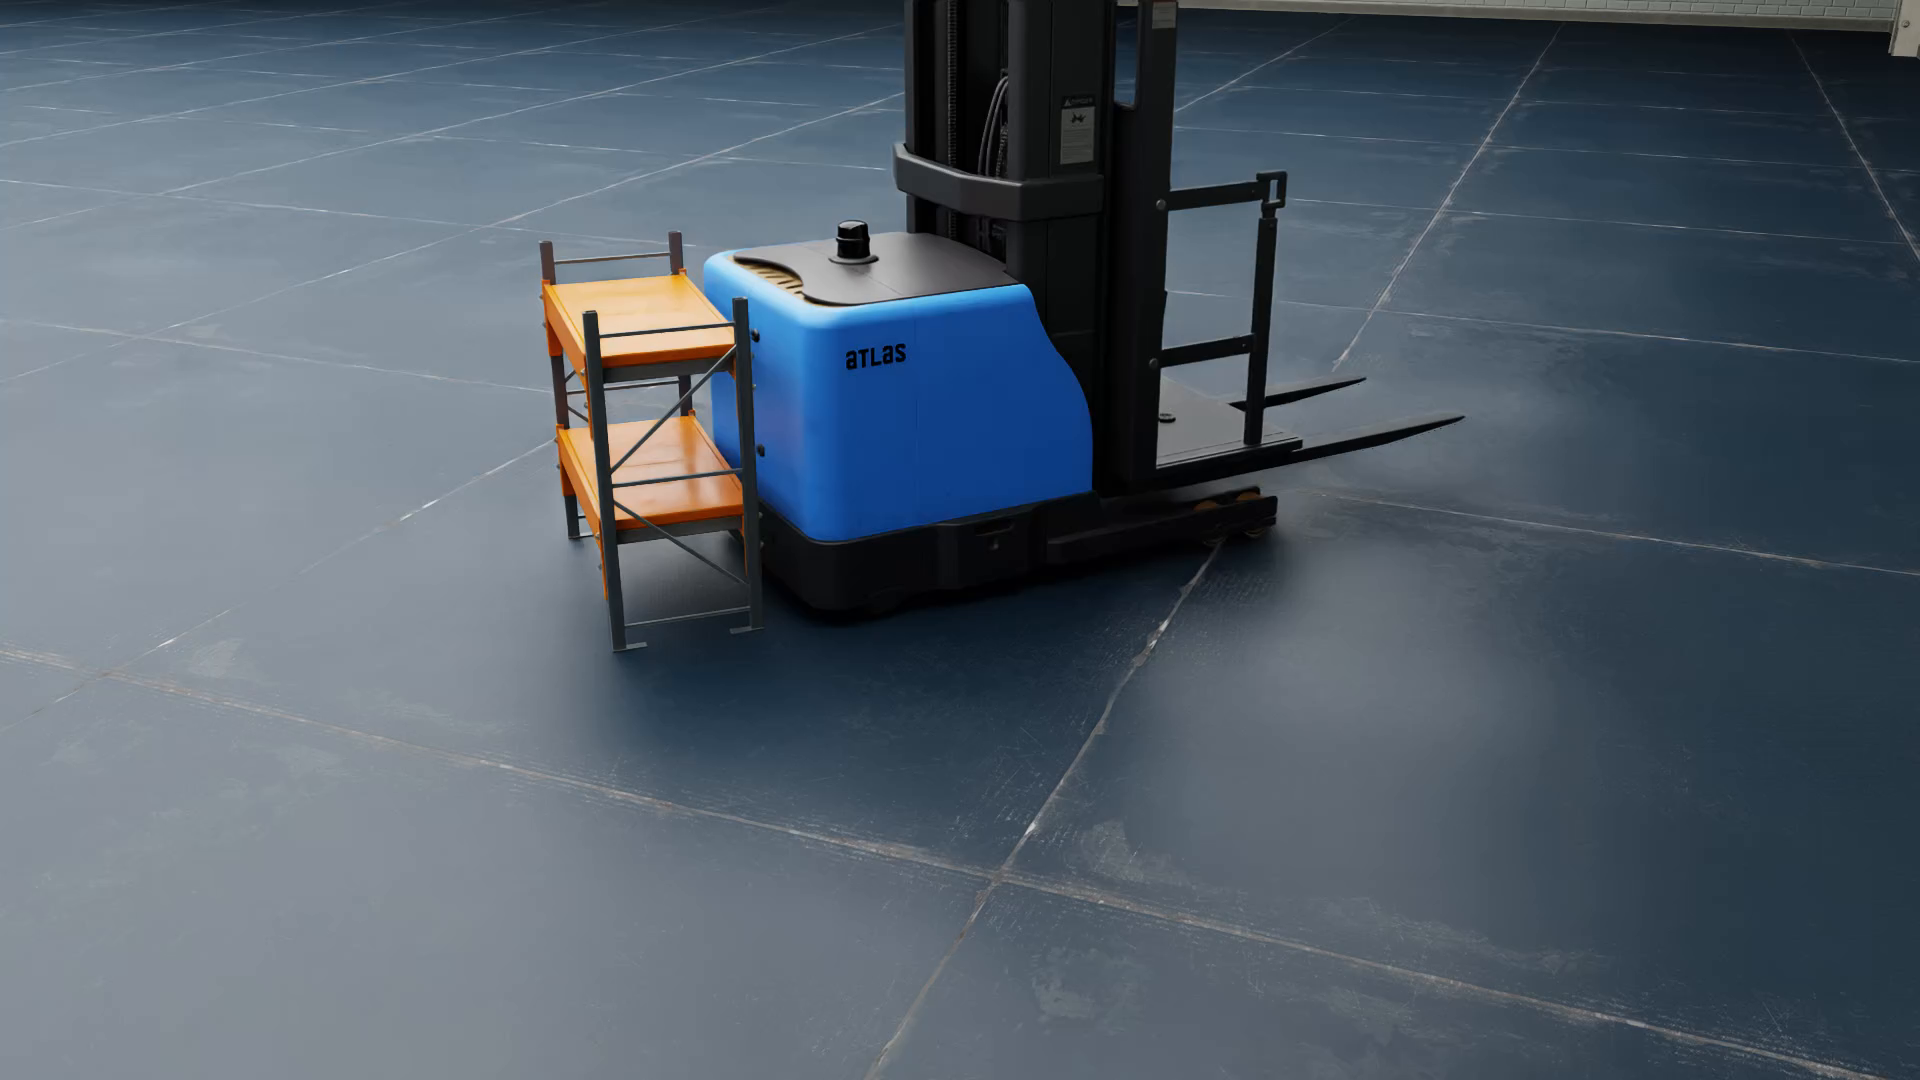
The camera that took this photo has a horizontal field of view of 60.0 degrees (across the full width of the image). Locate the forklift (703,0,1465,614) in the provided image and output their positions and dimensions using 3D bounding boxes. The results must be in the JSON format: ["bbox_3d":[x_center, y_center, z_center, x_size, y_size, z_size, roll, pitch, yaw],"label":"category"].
[{"bbox_3d":[0.615,-1.496,6.028,3.031,2.935,1.130,-12,25,-26],"label":"forklift"}]

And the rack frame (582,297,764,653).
[{"bbox_3d":[-0.891,-0.193,5.253,0.500,1.125,0.032,-8,24,-19],"label":"rack frame"}]

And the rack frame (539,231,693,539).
[{"bbox_3d":[-1.242,-0.561,6.133,0.500,1.125,0.032,-8,24,-19],"label":"rack frame"}]

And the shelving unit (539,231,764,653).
[{"bbox_3d":[-1.067,-0.377,5.693,0.538,1.125,1.048,-8,24,-19],"label":"shelving unit"}]

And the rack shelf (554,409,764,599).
[{"bbox_3d":[-1.067,-0.151,5.787,0.538,0.278,1.000,-8,24,-19],"label":"rack shelf"}]

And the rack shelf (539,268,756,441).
[{"bbox_3d":[-1.067,-0.647,5.580,0.538,0.278,1.000,-8,24,-19],"label":"rack shelf"}]

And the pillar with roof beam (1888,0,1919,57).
[{"bbox_3d":[7.784,-10.829,20.500,9.100,9.000,0.400,9,24,20],"label":"pillar with roof beam"}]
